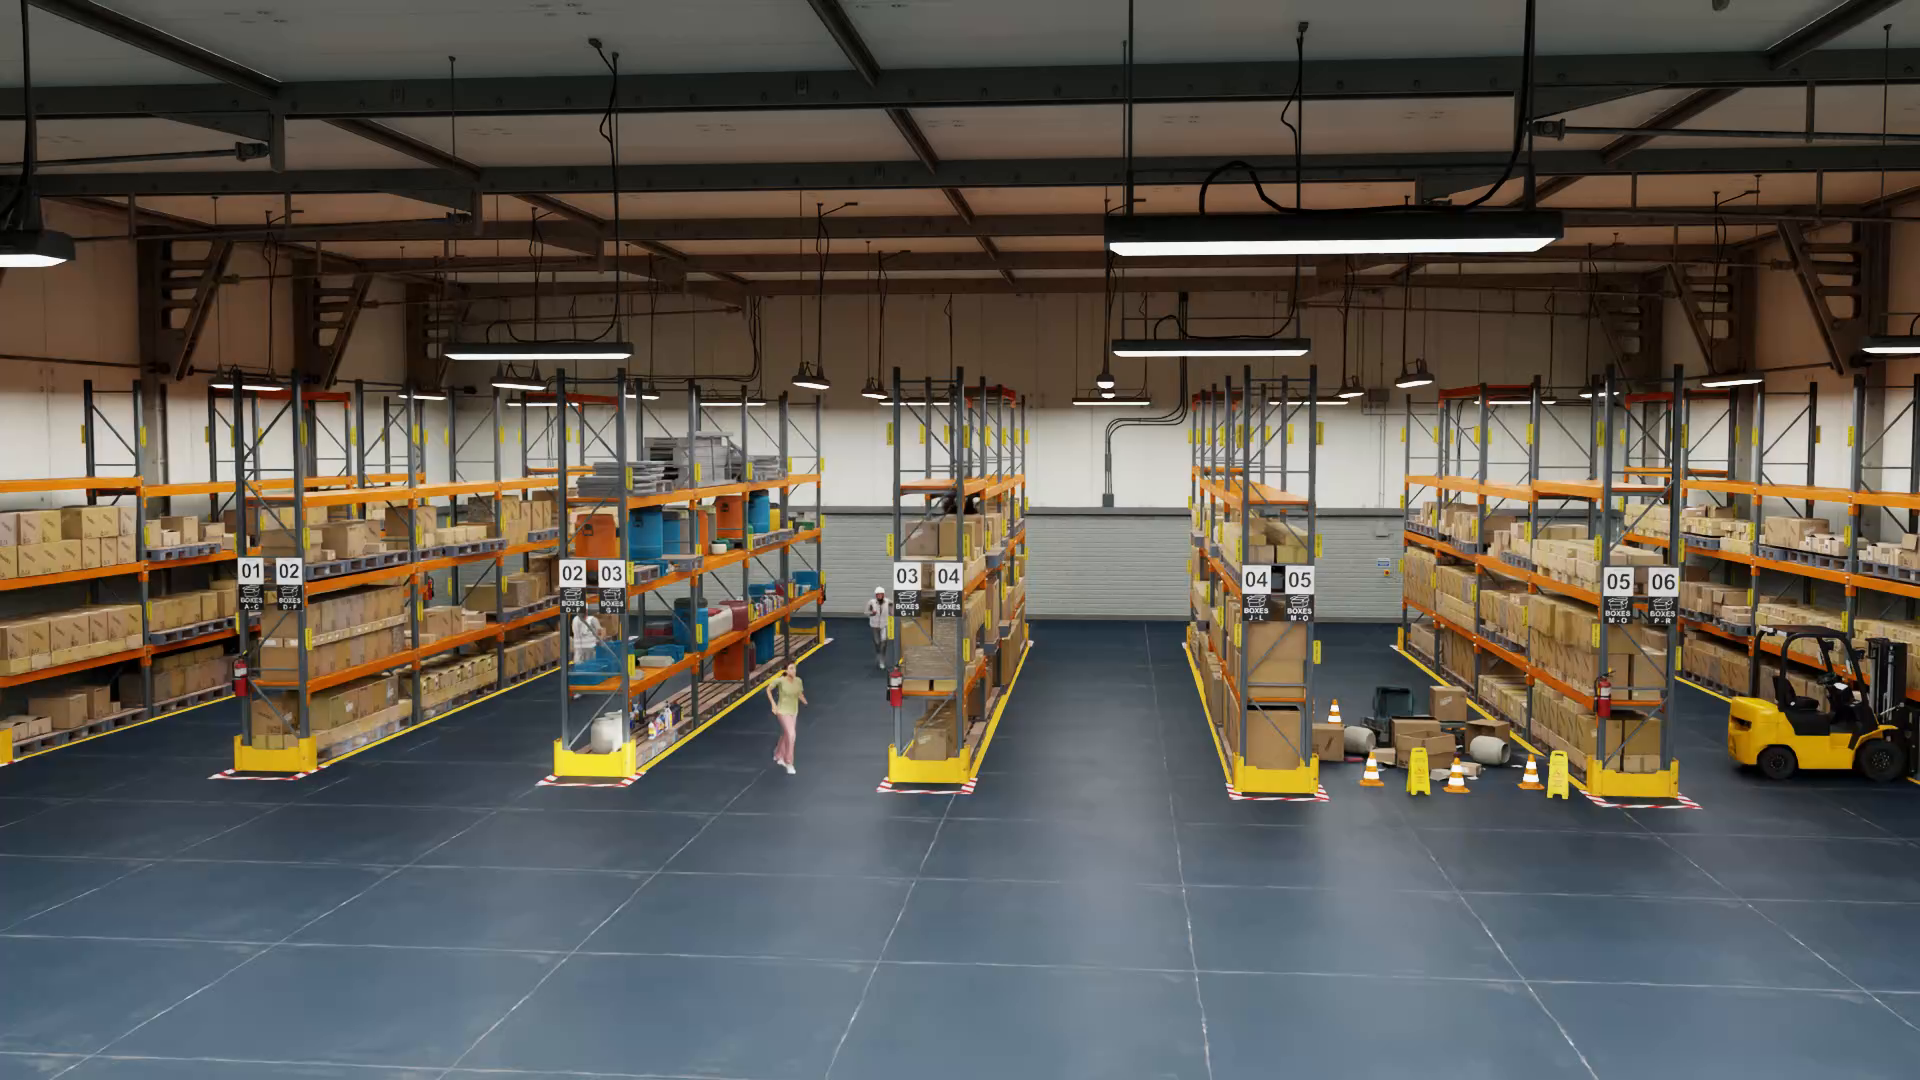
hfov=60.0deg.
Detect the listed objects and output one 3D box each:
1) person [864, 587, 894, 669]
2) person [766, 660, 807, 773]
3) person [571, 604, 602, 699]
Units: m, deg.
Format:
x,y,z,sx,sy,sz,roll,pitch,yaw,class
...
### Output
x,y,z,sx,sy,sz,roll,pitch,yaw,class
-1.744,1.891,36.211,0.654,1.786,0.959,0,4,2,person
-2.598,2.643,24.947,0.514,1.711,0.821,-3,5,-41,person
-7.229,2.112,32.154,0.657,1.826,0.882,0,4,6,person
